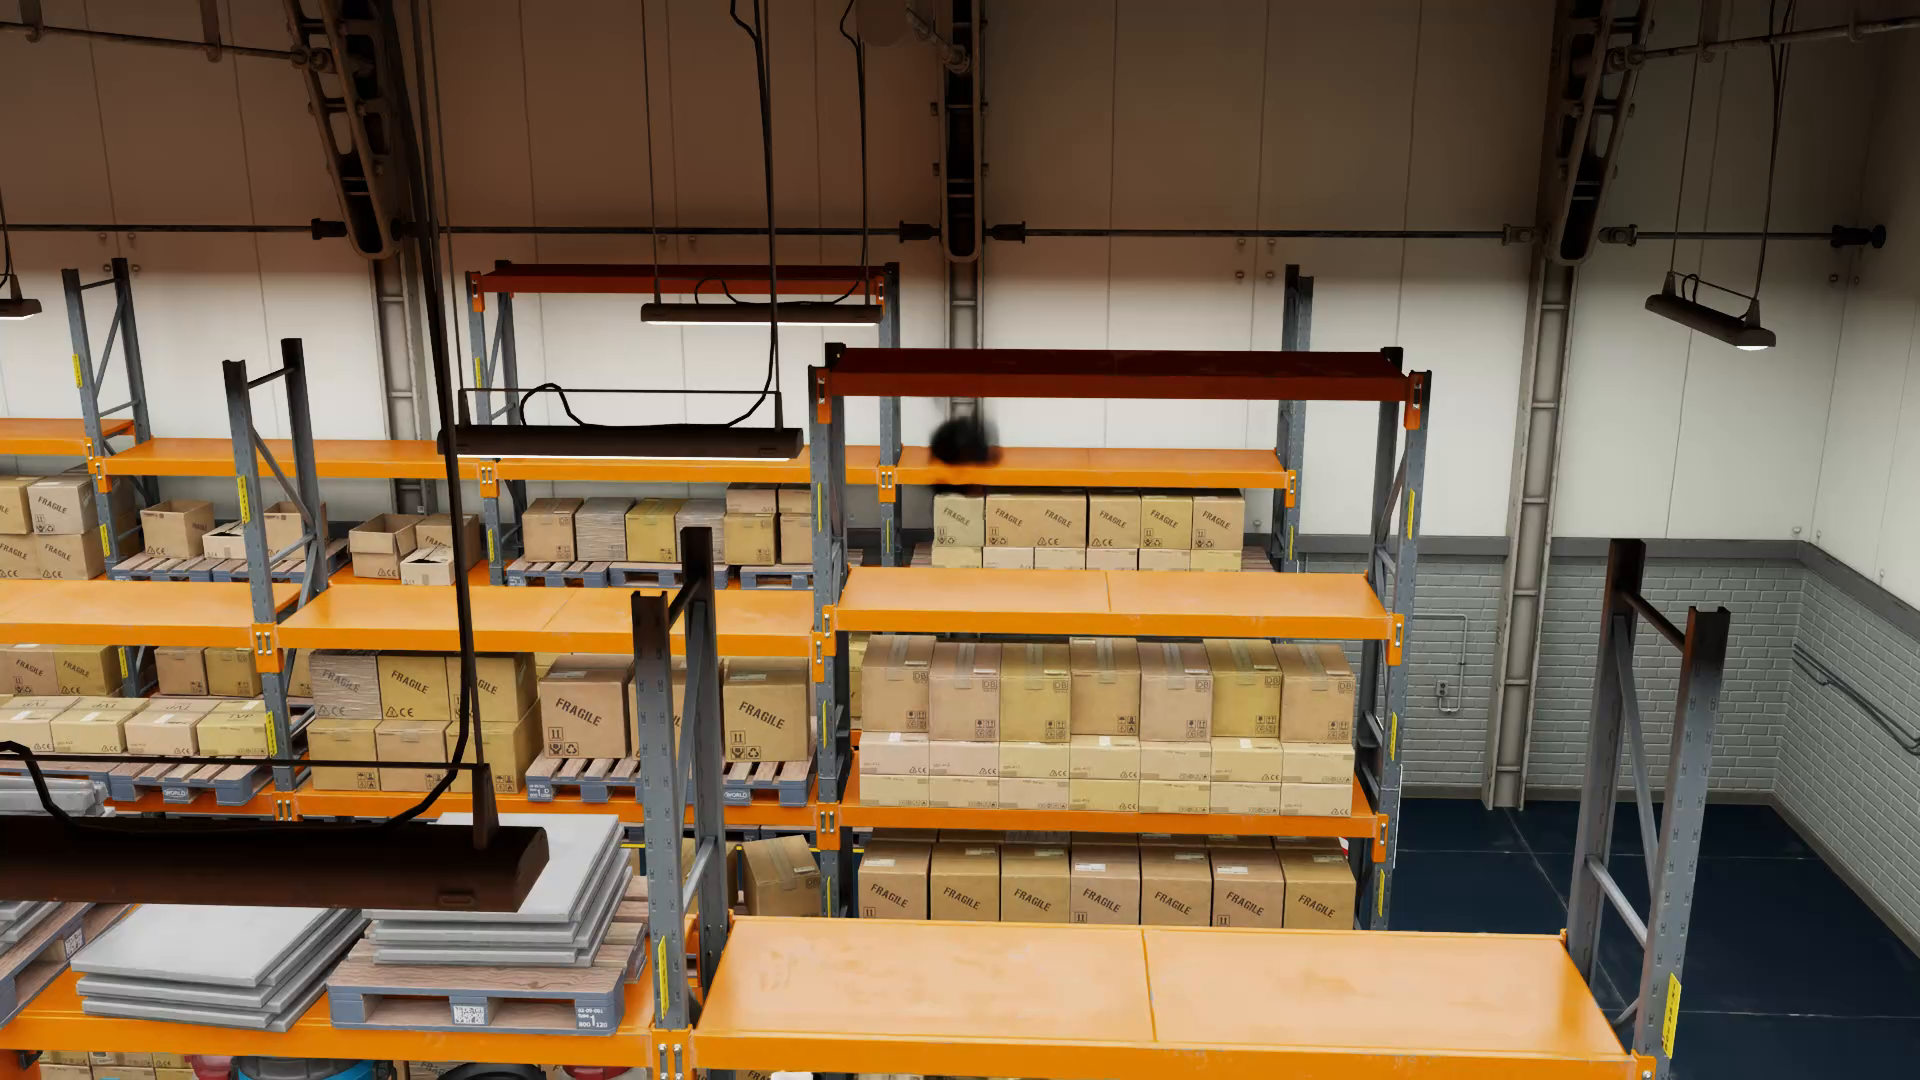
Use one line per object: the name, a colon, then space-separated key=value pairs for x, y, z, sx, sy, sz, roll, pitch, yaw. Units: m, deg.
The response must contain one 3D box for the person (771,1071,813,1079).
person: x=-1.070 y=4.226 z=10.849 sx=0.785 sy=1.847 sz=0.661 roll=-3 pitch=16 yaw=-9
